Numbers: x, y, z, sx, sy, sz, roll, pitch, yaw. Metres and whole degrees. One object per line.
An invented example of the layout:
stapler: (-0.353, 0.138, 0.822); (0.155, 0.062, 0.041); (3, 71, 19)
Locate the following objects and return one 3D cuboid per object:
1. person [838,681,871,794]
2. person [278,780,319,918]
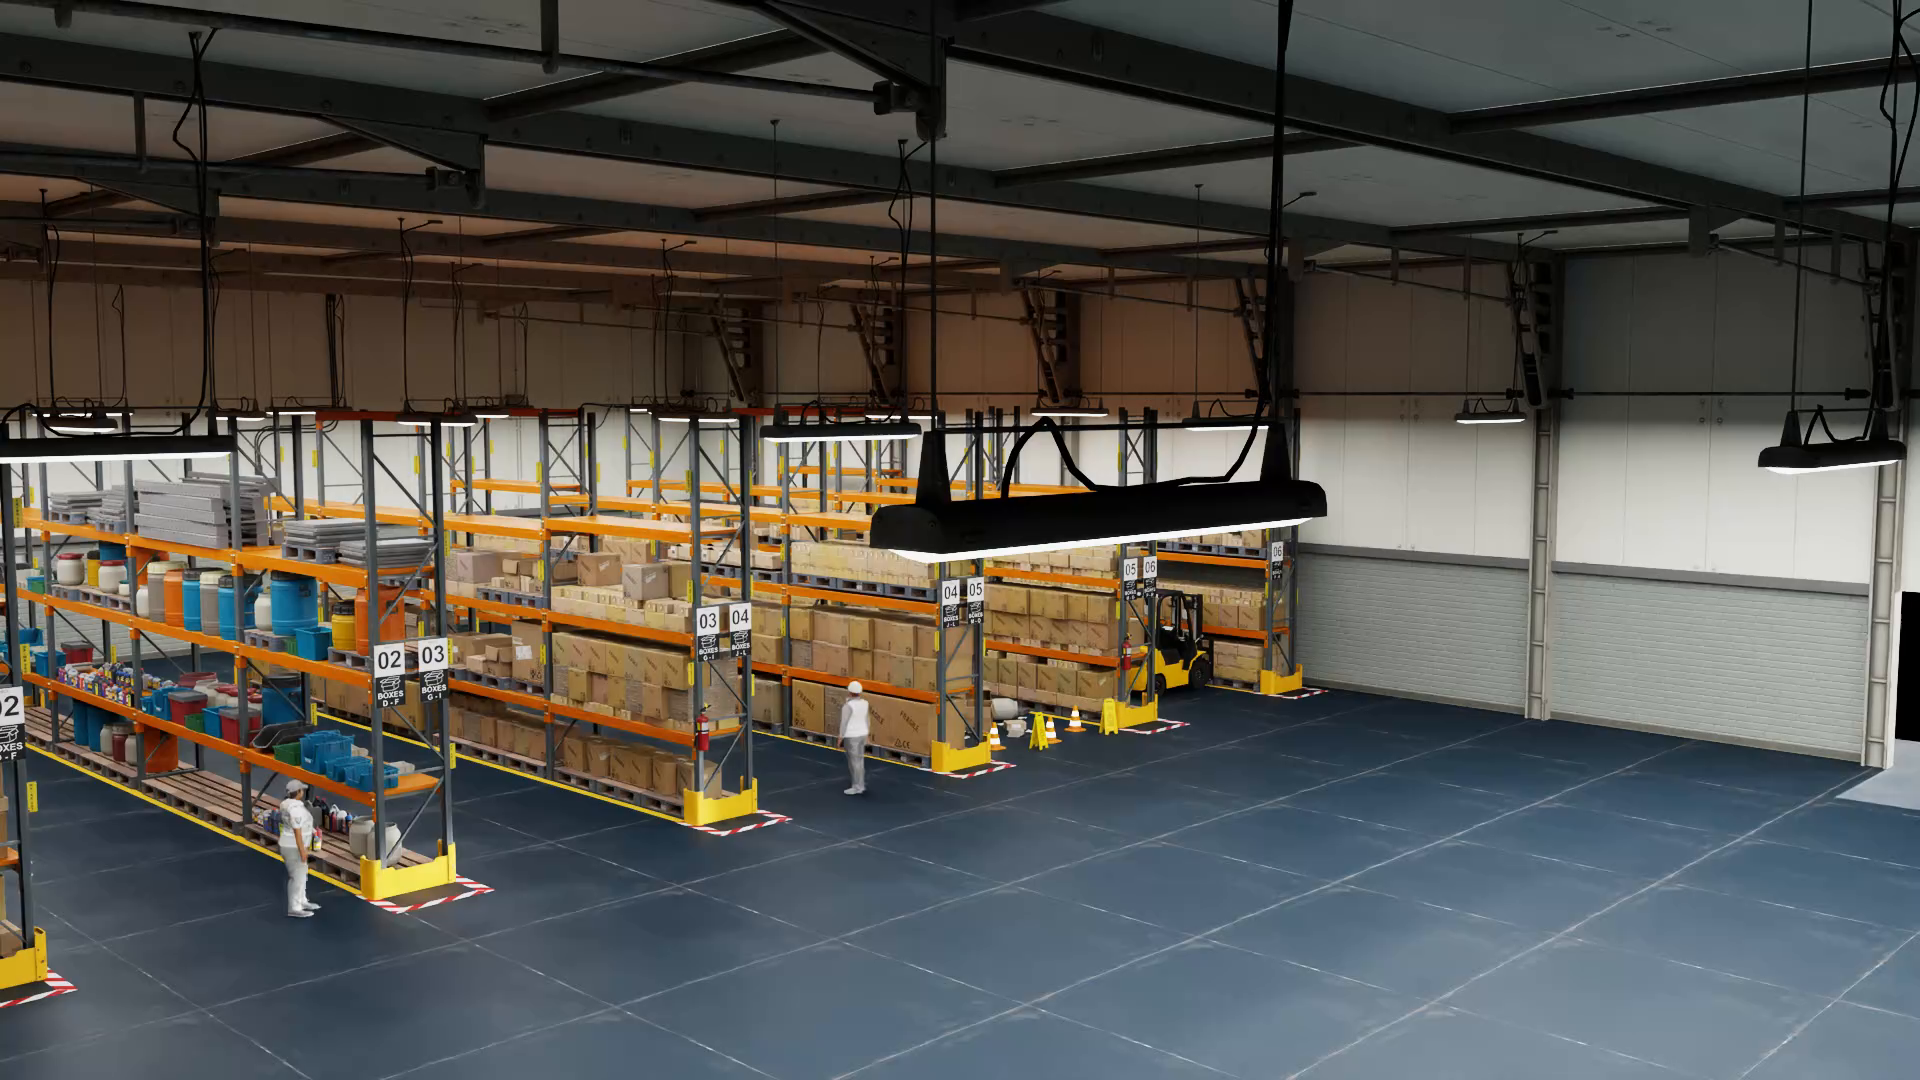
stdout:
person: (-1.663, 3.126, 26.308); (0.393, 1.804, 0.589); (4, 7, 40)
person: (-8.033, 3.726, 20.162); (0.426, 1.669, 0.545); (-2, 5, -21)
